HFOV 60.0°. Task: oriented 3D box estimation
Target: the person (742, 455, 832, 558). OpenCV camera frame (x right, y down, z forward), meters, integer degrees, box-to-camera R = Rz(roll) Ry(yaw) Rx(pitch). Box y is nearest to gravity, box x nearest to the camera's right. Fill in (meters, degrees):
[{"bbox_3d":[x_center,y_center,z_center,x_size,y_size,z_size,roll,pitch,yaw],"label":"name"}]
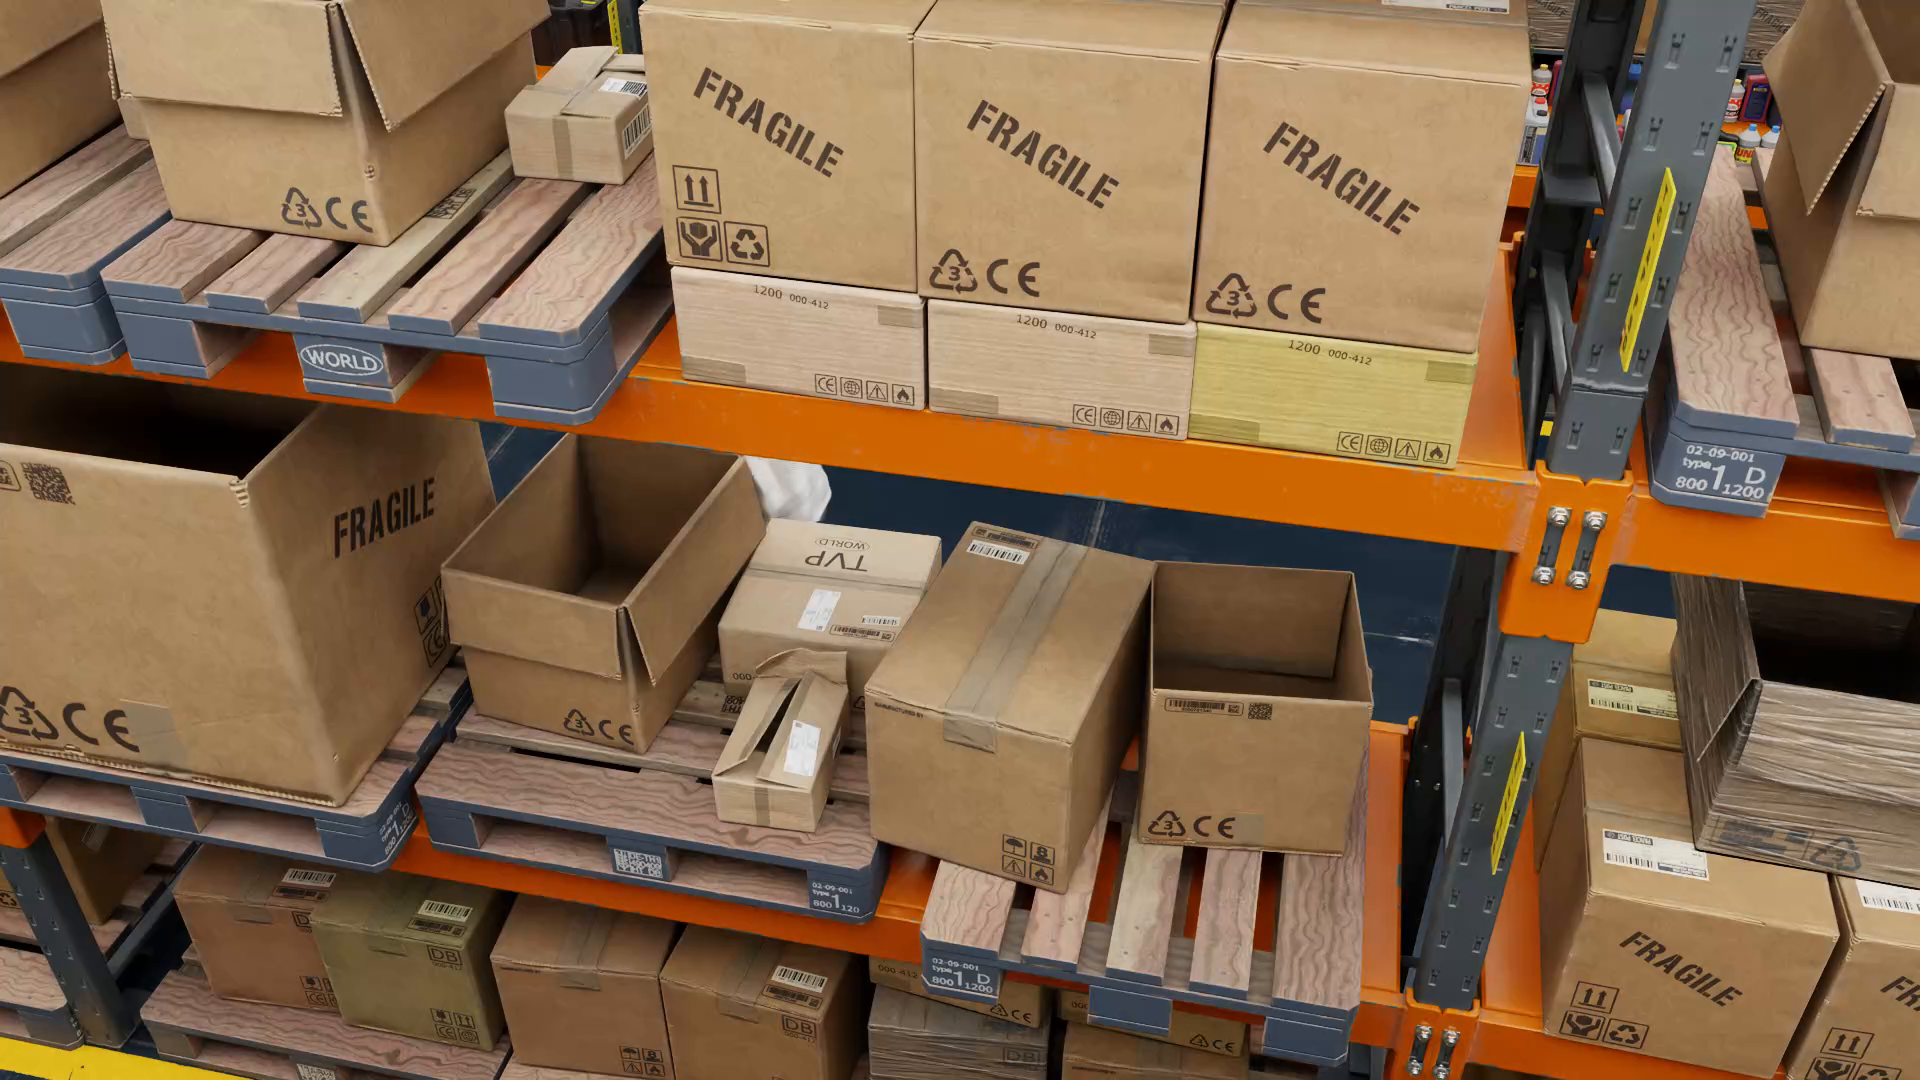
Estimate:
[{"bbox_3d":[-0.901,-0.104,6.546,0.753,1.449,0.591,8,37,10],"label":"person"}]
